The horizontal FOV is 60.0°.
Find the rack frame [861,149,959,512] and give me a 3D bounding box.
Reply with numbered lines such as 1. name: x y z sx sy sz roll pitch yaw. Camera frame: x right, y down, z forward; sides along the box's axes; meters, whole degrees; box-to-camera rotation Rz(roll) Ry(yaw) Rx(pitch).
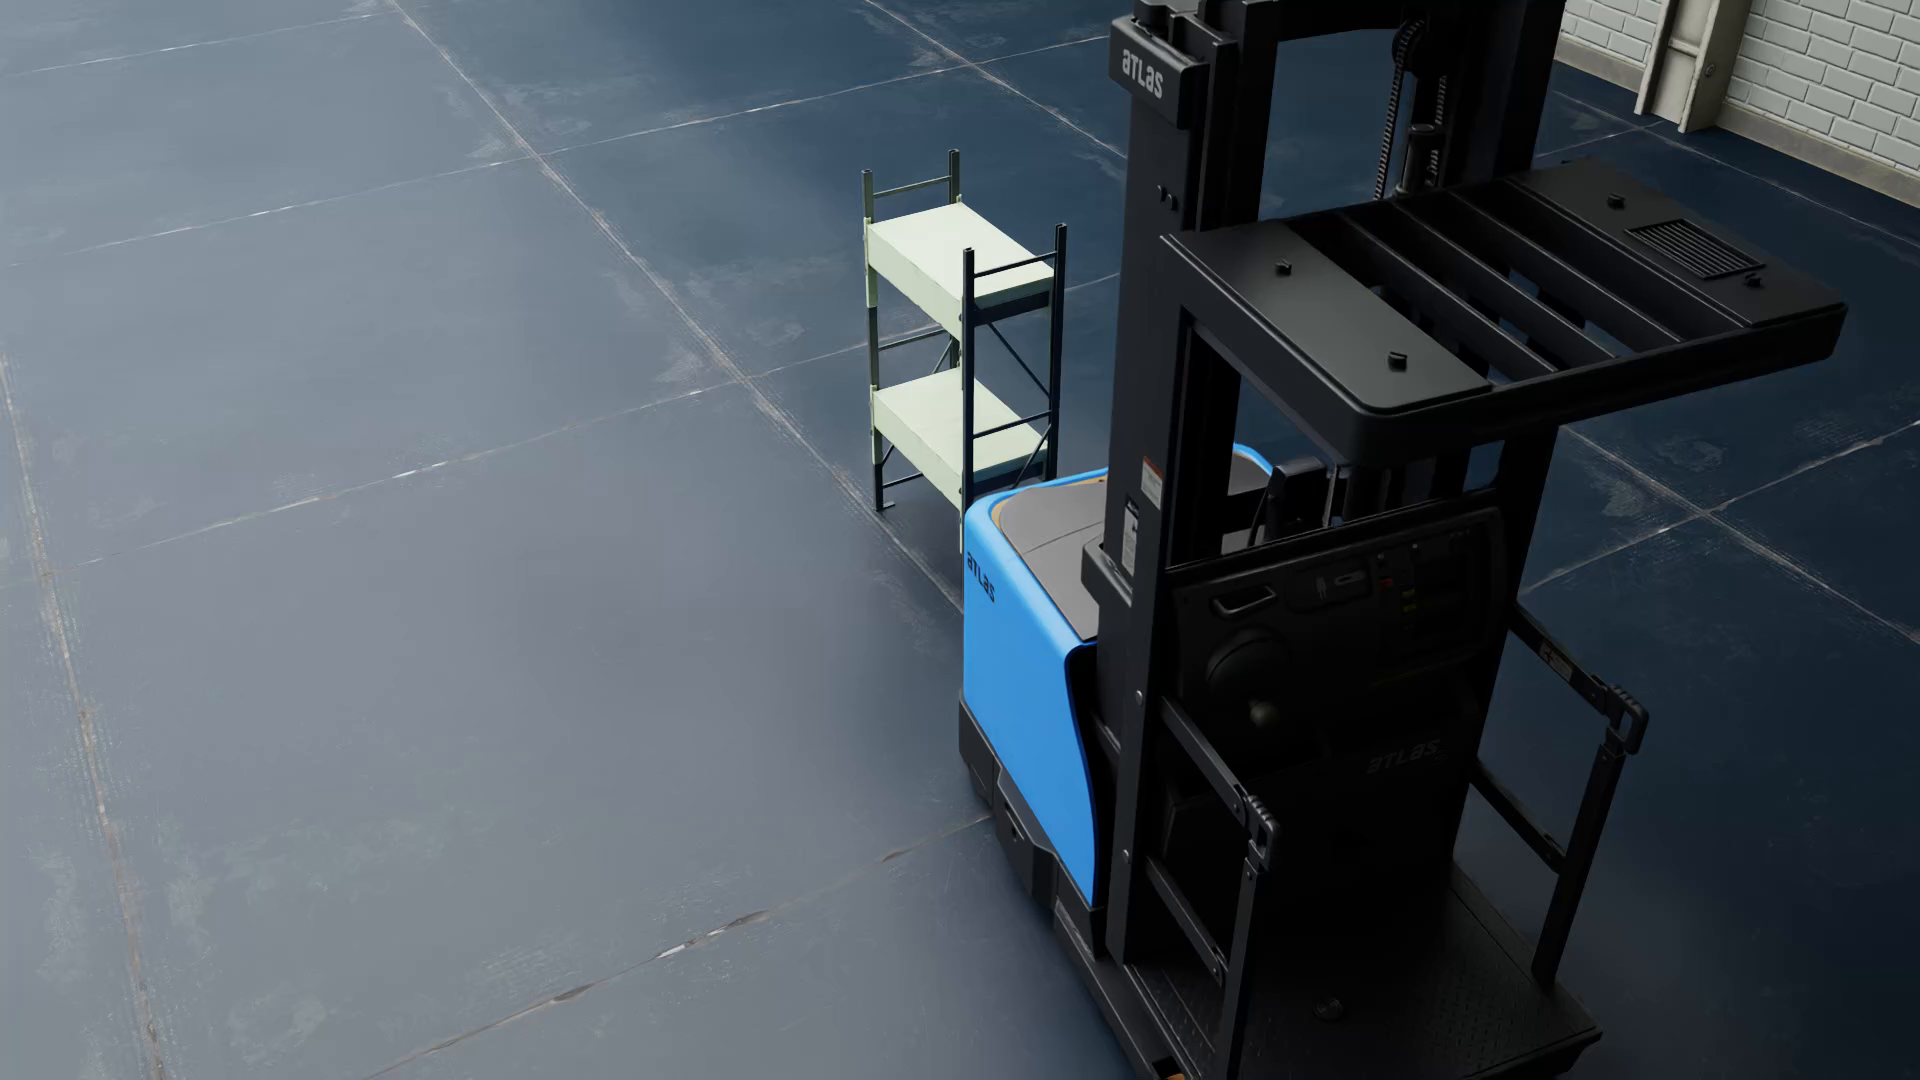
1. rack frame: -0.181 -0.789 6.559 0.400 1.500 0.023 -19 40 -24

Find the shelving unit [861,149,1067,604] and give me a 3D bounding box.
1. shelving unit: 0.003 -0.602 6.303 0.431 1.500 0.755 -19 40 -24

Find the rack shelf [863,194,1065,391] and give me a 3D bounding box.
1. rack shelf: 0.003 -0.917 6.073 0.431 0.370 0.720 -19 40 -24

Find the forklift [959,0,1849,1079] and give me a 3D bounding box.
1. forklift: 1.023 0.257 3.914 1.130 2.935 3.031 -14 38 -18

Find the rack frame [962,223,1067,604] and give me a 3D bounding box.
1. rack frame: 0.187 -0.416 6.047 0.400 1.500 0.023 -19 40 -24

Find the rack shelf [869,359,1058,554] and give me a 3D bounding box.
1. rack shelf: 0.003 -0.339 6.495 0.431 0.370 0.720 -19 40 -24

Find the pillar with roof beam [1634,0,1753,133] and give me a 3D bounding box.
1. pillar with roof beam: 0.731 -4.985 5.946 9.100 9.000 0.400 -19 40 -24
